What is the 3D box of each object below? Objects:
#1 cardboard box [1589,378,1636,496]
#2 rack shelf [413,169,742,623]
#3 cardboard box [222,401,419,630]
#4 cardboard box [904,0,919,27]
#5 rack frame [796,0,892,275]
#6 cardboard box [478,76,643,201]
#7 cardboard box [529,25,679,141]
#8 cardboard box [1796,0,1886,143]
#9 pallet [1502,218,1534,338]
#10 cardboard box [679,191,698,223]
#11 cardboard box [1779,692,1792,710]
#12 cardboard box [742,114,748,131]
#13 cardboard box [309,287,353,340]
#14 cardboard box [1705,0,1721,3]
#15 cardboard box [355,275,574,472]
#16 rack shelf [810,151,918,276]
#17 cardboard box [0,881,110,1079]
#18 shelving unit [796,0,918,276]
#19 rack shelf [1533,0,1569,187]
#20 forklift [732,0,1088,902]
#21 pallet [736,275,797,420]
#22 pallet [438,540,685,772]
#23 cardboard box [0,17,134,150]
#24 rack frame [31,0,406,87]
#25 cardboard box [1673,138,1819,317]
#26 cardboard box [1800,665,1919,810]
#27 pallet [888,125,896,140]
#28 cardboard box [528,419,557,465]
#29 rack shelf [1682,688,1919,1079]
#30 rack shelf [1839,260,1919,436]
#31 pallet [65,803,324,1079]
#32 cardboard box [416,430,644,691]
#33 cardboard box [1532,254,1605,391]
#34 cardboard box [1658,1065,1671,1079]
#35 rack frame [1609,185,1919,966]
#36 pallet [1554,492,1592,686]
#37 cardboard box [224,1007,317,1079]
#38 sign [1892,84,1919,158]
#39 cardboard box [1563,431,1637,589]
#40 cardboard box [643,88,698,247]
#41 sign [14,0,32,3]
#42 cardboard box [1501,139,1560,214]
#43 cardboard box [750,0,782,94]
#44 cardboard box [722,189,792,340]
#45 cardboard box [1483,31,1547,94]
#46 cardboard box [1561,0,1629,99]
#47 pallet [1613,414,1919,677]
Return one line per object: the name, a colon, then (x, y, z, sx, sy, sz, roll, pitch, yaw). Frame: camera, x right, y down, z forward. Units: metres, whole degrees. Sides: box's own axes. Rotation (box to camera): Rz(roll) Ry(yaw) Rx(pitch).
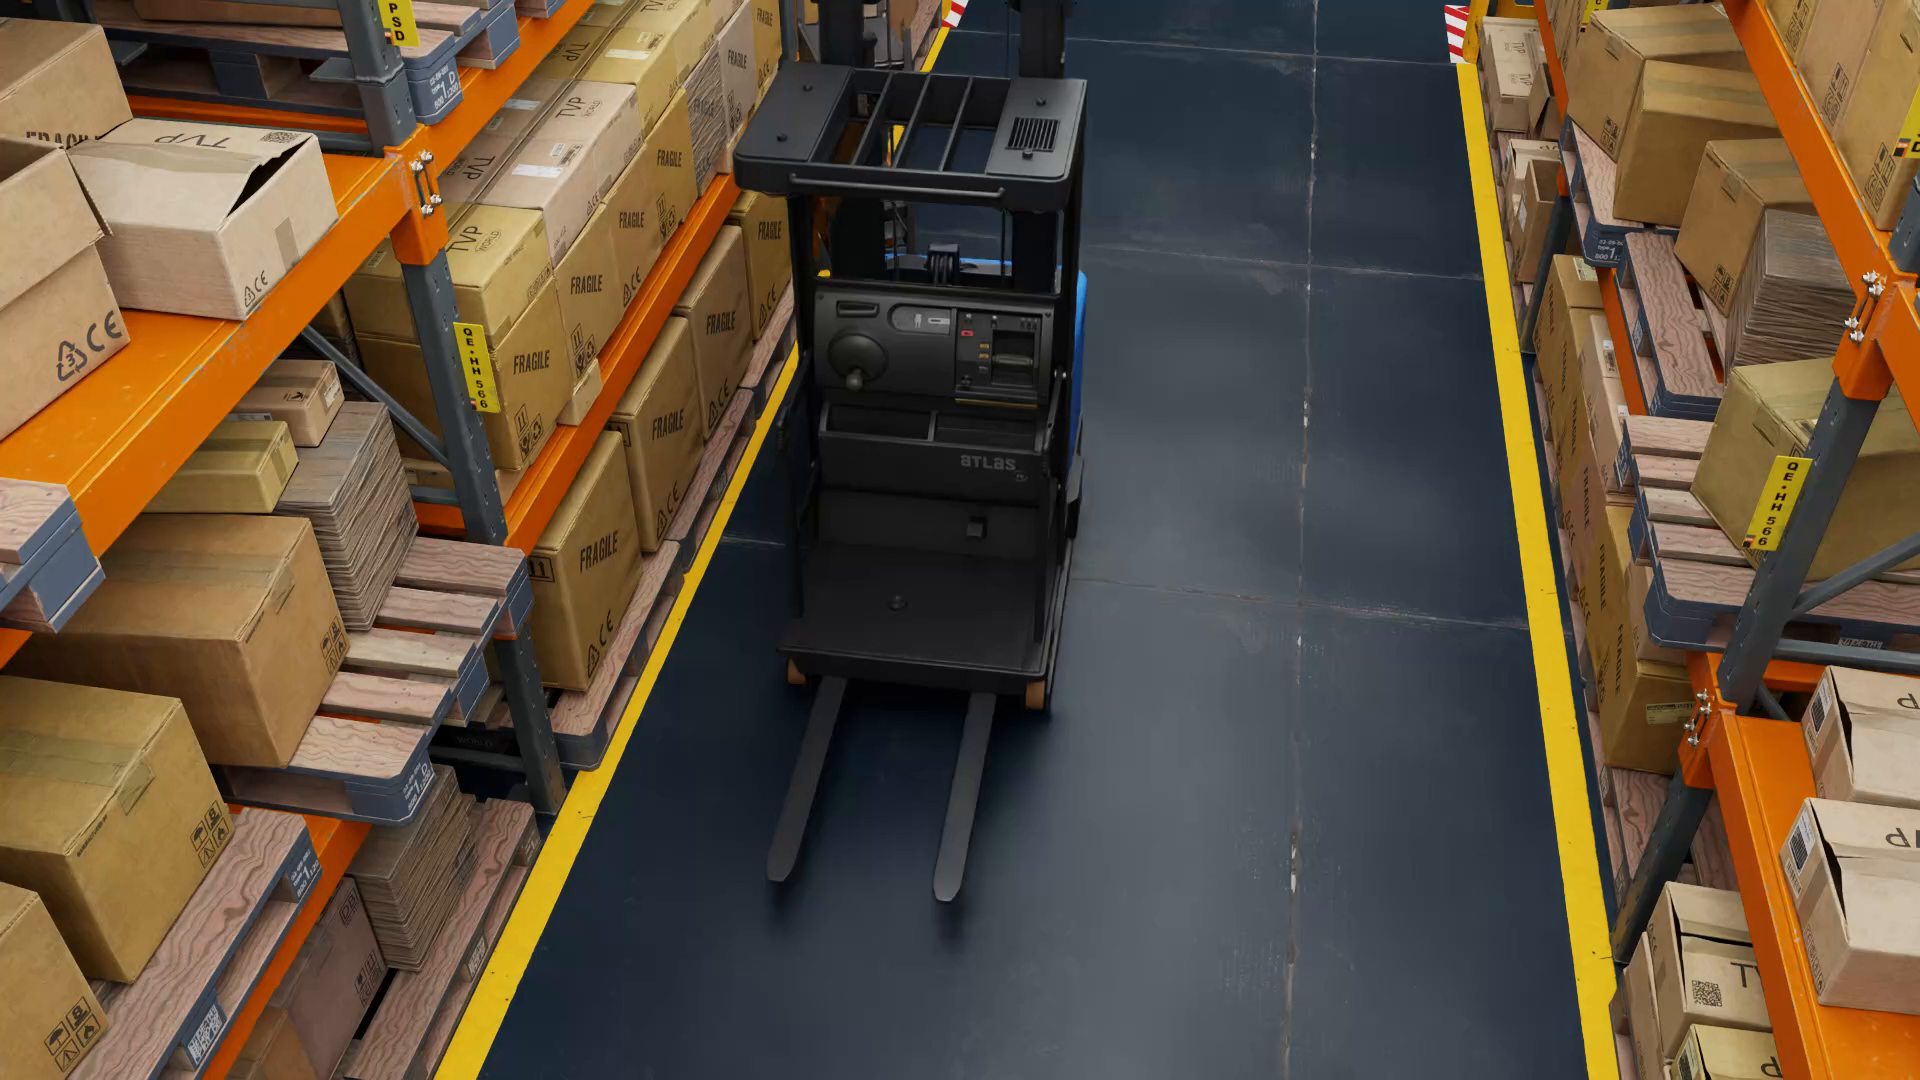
cardboard box: (2.941, -0.416, 6.928, 0.500, 0.250, 0.500, 6, 40, 7)
rack shelf: (-1.702, -1.152, 7.354, 1.077, 0.370, 4.000, 6, 40, 8)
cardboard box: (-2.119, -0.086, 5.076, 0.700, 0.500, 0.500, 2, 40, 2)
cardboard box: (-0.686, -3.943, 11.797, 0.700, 0.500, 0.500, 6, 40, 8)
rack frame: (-0.536, -1.645, 8.092, 0.400, 2.100, 0.015, -10, 41, -12)
cardboard box: (-1.540, -1.532, 6.333, 0.500, 0.250, 0.500, 7, 40, 8)
cardboard box: (-1.458, -1.853, 6.721, 0.500, 0.250, 0.500, 6, 40, 7)
cardboard box: (2.963, -1.422, 4.684, 0.910, 0.500, 0.500, 6, 40, 8)
pallet: (3.644, -1.497, 9.395, 1.003, 0.211, 1.213, 6, 40, 8)
cardboard box: (-1.398, -1.559, 7.463, 0.380, 0.149, 0.250, 5, 40, 6)
cardboard box: (3.277, 0.580, 6.310, 0.500, 0.500, 0.500, 5, 40, 6)
cardboard box: (-1.245, -2.033, 8.037, 0.380, 0.149, 0.250, 8, 40, 9)
cardboard box: (-2.225, -0.937, 5.613, 0.500, 0.250, 0.500, 7, 40, 9)
cardboard box: (3.883, -2.829, 7.955, 0.500, 0.500, 0.500, 7, 40, 9)
cardboard box: (-1.712, -0.612, 5.808, 0.500, 0.500, 0.500, 8, 40, 9)
rack shelf: (-0.470, -1.485, 7.920, 0.431, 0.518, 0.480, -10, 41, -12)
cardboard box: (-2.431, 1.046, 3.707, 0.700, 0.500, 0.500, 12, 41, 14)
shelving unit: (-0.470, -1.496, 7.911, 0.431, 2.100, 0.503, -10, 41, -12)
rack shelf: (3.870, -3.118, 9.732, 1.077, 0.370, 4.000, 6, 40, 8)
forklift: (-0.134, -0.669, 6.259, 1.130, 2.935, 3.031, 5, 40, 7)
pallet: (-1.415, -1.117, 8.935, 1.003, 0.211, 1.213, 6, 40, 8)
pallet: (-1.837, 0.414, 7.083, 1.003, 0.211, 1.213, 6, 40, 8)
cardboard box: (-2.399, -0.950, 4.097, 0.500, 0.500, 0.500, 6, 40, 8)
rack frame: (-2.048, -2.486, 3.695, 1.000, 3.000, 0.127, 6, 40, 8)
cardboard box: (3.279, -1.225, 6.470, 0.700, 0.500, 0.500, -3, 40, -4)
cardboard box: (2.726, 0.628, 4.707, 0.500, 0.311, 0.500, 9, 40, 10)
pallet: (-0.938, -2.846, 11.027, 1.003, 0.211, 1.213, 6, 40, 8)
cardboard box: (-1.710, -0.423, 6.089, 0.380, 0.149, 0.250, 7, 40, 8)
rack shelf: (2.486, 1.902, 3.660, 1.077, 0.370, 4.000, 6, 40, 8)
rack shelf: (2.486, 0.746, 2.704, 1.077, 0.370, 4.000, 6, 40, 8)
pallet: (-2.350, 1.147, 4.159, 1.003, 0.211, 1.213, 6, 40, 8)
cardboard box: (-1.791, 0.046, 6.698, 0.750, 0.750, 0.750, 6, 40, 7)
cardboard box: (3.200, -1.070, 8.306, 0.500, 0.500, 0.500, 5, 40, 6)
cardboard box: (2.366, 1.880, 4.951, 0.500, 0.250, 0.500, 5, 40, 6)
rack frame: (2.832, 0.370, 4.949, 1.000, 3.000, 0.127, 6, 40, 8)
pallet: (3.212, 0.217, 7.322, 1.003, 0.211, 1.213, 6, 40, 8)
cardboard box: (-2.383, 1.703, 4.953, 0.700, 0.500, 0.500, 6, 40, 7)
sign: (2.298, -1.047, 3.902, 0.100, 0.325, 0.005, 6, 40, 8)
cardboard box: (2.937, -0.104, 7.138, 0.500, 0.500, 0.500, 5, 40, 6)
cardboard box: (-1.442, -1.578, 6.977, 0.500, 0.500, 0.500, 7, 40, 9)
sign: (-2.593, -1.626, 4.541, 0.100, 0.325, 0.005, 6, 40, 8)
cardboard box: (3.473, -2.133, 9.741, 0.500, 0.311, 0.500, 6, 40, 8)
cardboard box: (-1.187, -2.528, 8.126, 0.500, 0.500, 0.500, 6, 40, 7)
cardboard box: (-1.340, -1.595, 8.683, 0.750, 0.750, 0.750, 7, 40, 8)
cardboard box: (3.756, -3.137, 11.003, 0.500, 0.250, 0.500, 6, 40, 8)
cardboard box: (3.358, -2.521, 8.367, 0.500, 0.500, 0.500, 7, 40, 8)
pallet: (2.880, 0.011, 5.534, 1.213, 0.211, 1.003, 6, 40, 8)
